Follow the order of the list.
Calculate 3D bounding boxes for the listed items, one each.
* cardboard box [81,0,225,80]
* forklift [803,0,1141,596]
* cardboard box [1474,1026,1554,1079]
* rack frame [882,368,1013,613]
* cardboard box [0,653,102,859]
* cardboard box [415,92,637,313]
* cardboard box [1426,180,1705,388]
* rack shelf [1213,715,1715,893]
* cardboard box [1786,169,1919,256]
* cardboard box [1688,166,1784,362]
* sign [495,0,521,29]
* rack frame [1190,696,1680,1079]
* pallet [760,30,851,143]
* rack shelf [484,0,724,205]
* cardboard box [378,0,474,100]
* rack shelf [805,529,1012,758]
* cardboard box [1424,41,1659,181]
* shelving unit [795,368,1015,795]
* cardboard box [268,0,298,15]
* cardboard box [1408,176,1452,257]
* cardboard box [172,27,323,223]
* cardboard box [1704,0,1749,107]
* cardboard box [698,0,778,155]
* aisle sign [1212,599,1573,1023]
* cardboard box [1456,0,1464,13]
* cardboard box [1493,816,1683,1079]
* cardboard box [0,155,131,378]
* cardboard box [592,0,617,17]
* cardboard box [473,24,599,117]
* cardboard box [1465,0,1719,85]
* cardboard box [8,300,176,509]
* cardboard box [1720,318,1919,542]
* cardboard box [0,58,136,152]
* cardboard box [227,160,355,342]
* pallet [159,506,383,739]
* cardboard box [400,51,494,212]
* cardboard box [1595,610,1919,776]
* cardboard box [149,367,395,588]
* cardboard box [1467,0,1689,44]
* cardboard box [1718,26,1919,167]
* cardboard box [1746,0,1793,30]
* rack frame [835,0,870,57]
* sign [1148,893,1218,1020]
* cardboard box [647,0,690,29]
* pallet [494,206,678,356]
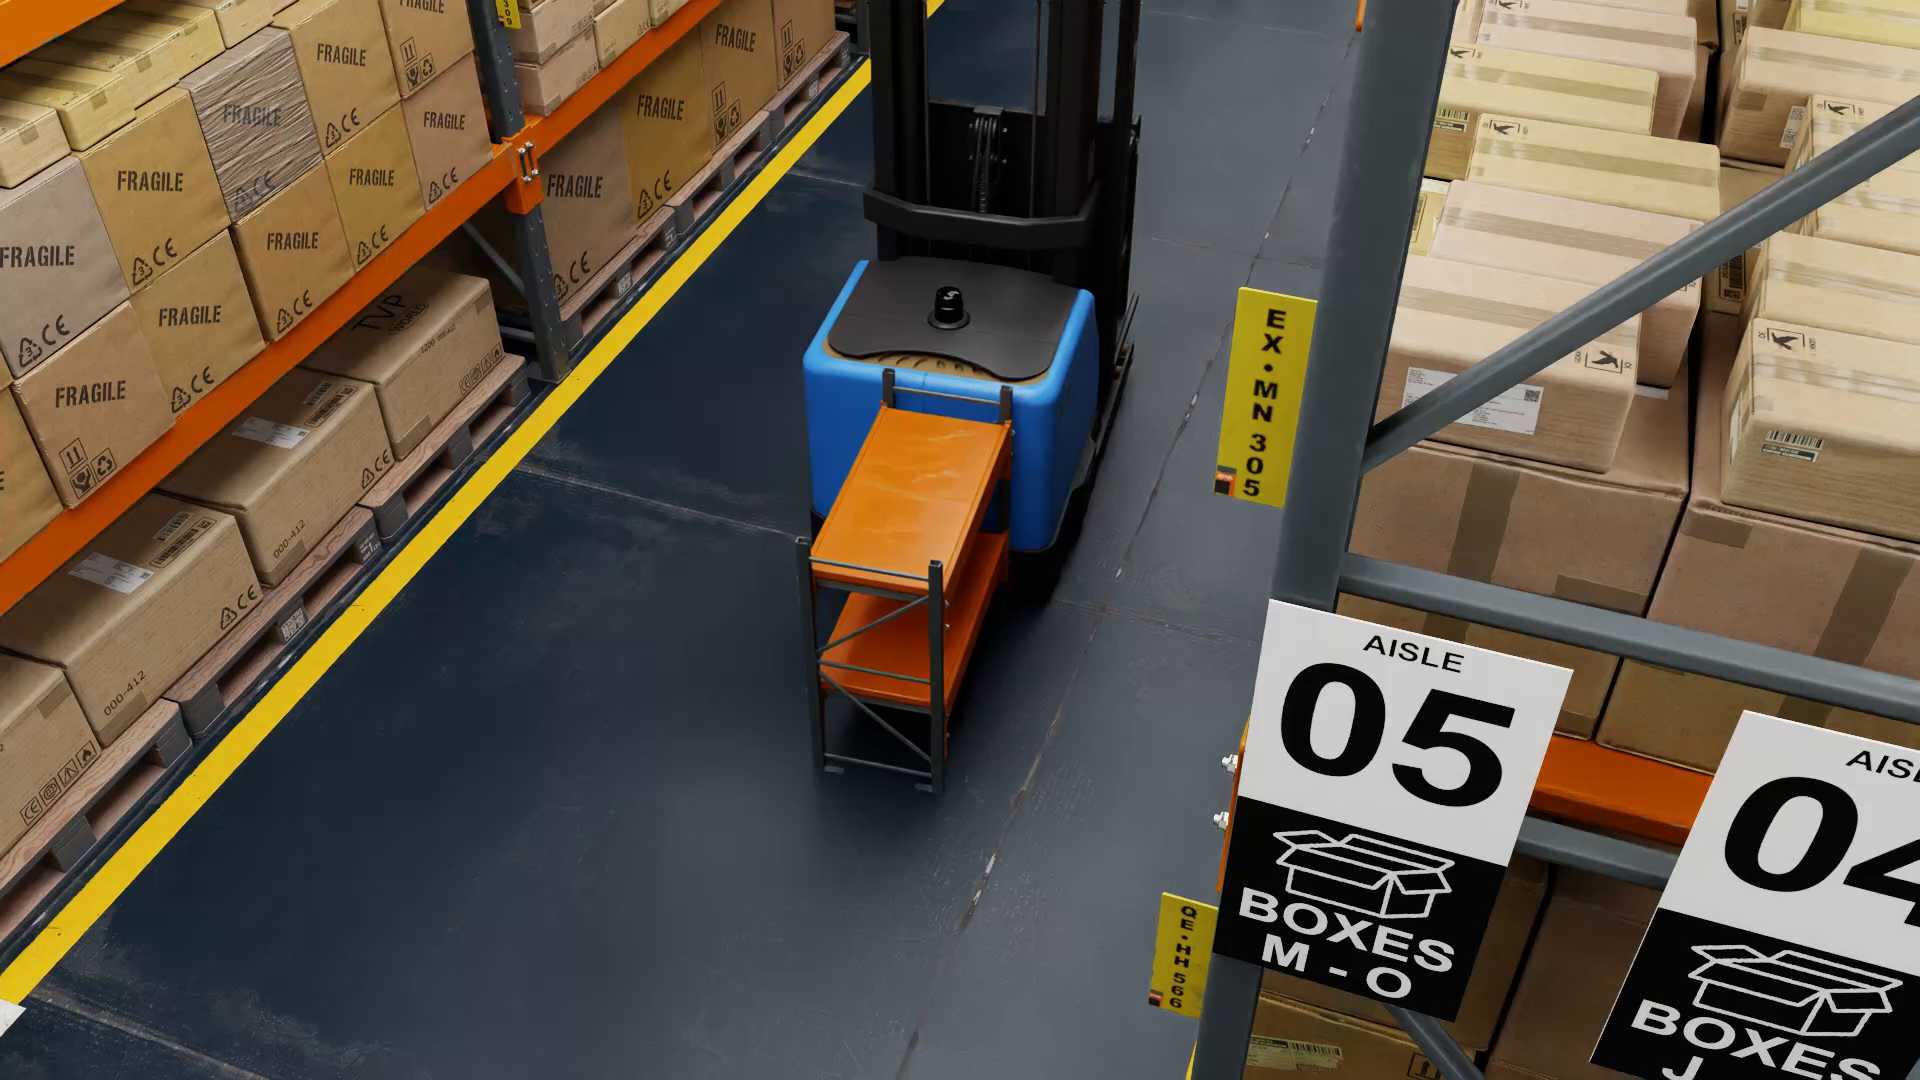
[{"bbox_3d":[-2.713,-1.683,5.564,0.380,0.149,0.250,12,42,14],"label":"cardboard box"},{"bbox_3d":[0.233,-1.849,7.159,1.130,2.935,3.031,9,41,11],"label":"forklift"},{"bbox_3d":[1.321,1.071,3.377,0.500,0.500,0.500,15,43,17],"label":"cardboard box"},{"bbox_3d":[-0.049,-0.173,6.587,0.500,1.125,0.032,9,41,11],"label":"rack frame"},{"bbox_3d":[-3.646,0.788,5.666,0.875,0.438,0.875,12,42,14],"label":"cardboard box"},{"bbox_3d":[-2.273,-1.789,8.350,0.875,0.875,0.875,15,43,16],"label":"cardboard box"},{"bbox_3d":[0.902,-0.392,2.511,0.380,0.149,0.250,14,42,16],"label":"cardboard box"},{"bbox_3d":[1.592,-0.652,3.947,1.077,0.370,4.000,13,42,15],"label":"rack shelf"},{"bbox_3d":[1.498,-0.439,2.566,0.380,0.149,0.250,13,42,15],"label":"cardboard box"},{"bbox_3d":[1.480,-0.368,2.790,0.500,0.250,0.500,13,42,15],"label":"cardboard box"},{"bbox_3d":[-1.888,-2.279,6.882,0.100,0.325,0.005,13,42,15],"label":"sign"},{"bbox_3d":[0.908,1.435,3.257,1.000,3.000,0.127,13,42,15],"label":"rack frame"},{"bbox_3d":[-1.383,-2.957,10.553,1.003,0.211,1.213,13,42,15],"label":"pallet"},{"bbox_3d":[-1.726,-2.988,8.995,1.077,0.370,4.000,13,42,15],"label":"rack shelf"},{"bbox_3d":[-2.312,-2.111,6.566,0.500,0.500,0.500,13,42,15],"label":"cardboard box"},{"bbox_3d":[-0.175,0.332,6.371,0.538,0.278,1.000,9,41,11],"label":"rack shelf"},{"bbox_3d":[0.998,-0.730,2.906,0.380,0.149,0.250,14,42,16],"label":"cardboard box"},{"bbox_3d":[-0.175,0.146,6.212,0.538,1.125,1.048,9,41,11],"label":"shelving unit"},{"bbox_3d":[-2.573,-2.004,5.940,0.380,0.149,0.250,13,42,15],"label":"cardboard box"},{"bbox_3d":[1.000,-0.489,2.931,0.500,0.250,0.500,12,42,14],"label":"cardboard box"},{"bbox_3d":[-2.658,-1.491,5.839,0.500,0.500,0.500,14,42,16],"label":"cardboard box"},{"bbox_3d":[1.836,-0.982,3.510,0.500,0.250,0.500,12,42,13],"label":"cardboard box"},{"bbox_3d":[-1.666,-2.887,9.636,0.875,0.875,0.875,14,42,16],"label":"cardboard box"},{"bbox_3d":[0.601,0.424,2.439,0.394,0.787,0.004,13,42,15],"label":"aisle sign"},{"bbox_3d":[1.510,-1.244,4.202,0.500,0.250,0.500,15,43,17],"label":"cardboard box"},{"bbox_3d":[1.311,0.688,3.056,0.500,0.500,0.500,13,42,15],"label":"cardboard box"},{"bbox_3d":[-3.007,-0.883,5.126,0.500,0.500,0.500,13,42,15],"label":"cardboard box"},{"bbox_3d":[-1.843,-2.705,7.840,0.500,0.250,0.500,14,42,16],"label":"cardboard box"},{"bbox_3d":[-2.012,-2.195,7.627,0.500,0.250,0.500,12,42,14],"label":"cardboard box"},{"bbox_3d":[1.361,-1.106,3.655,0.500,0.250,0.500,12,42,13],"label":"cardboard box"},{"bbox_3d":[-3.006,-0.490,5.436,0.500,0.500,0.500,13,42,15],"label":"cardboard box"},{"bbox_3d":[1.233,-0.138,2.213,0.380,0.149,0.250,13,42,15],"label":"cardboard box"},{"bbox_3d":[-2.827,-1.359,5.185,0.380,0.149,0.250,12,42,14],"label":"cardboard box"},{"bbox_3d":[-2.658,-1.115,6.169,0.500,0.500,0.500,13,42,14],"label":"cardboard box"},{"bbox_3d":[-3.159,0.212,6.839,1.003,0.211,1.213,13,42,15],"label":"pallet"},{"bbox_3d":[-2.329,-1.740,6.902,0.500,0.500,0.500,14,42,15],"label":"cardboard box"},{"bbox_3d":[1.302,0.134,2.587,0.500,0.250,0.500,15,43,17],"label":"cardboard box"},{"bbox_3d":[-3.031,-0.322,6.966,0.875,0.438,0.875,12,42,14],"label":"cardboard box"},{"bbox_3d":[1.213,-1.033,3.262,0.380,0.149,0.250,14,42,16],"label":"cardboard box"},{"bbox_3d":[1.571,-0.768,2.951,0.380,0.149,0.250,14,43,16],"label":"cardboard box"},{"bbox_3d":[1.792,-1.079,3.316,0.380,0.149,0.250,15,43,17],"label":"cardboard box"},{"bbox_3d":[-1.042,-4.482,10.192,1.000,3.000,0.127,13,42,15],"label":"rack frame"},{"bbox_3d":[0.393,0.739,2.937,0.100,0.325,0.005,13,42,15],"label":"sign"},{"bbox_3d":[-1.646,-2.820,8.359,0.500,0.250,0.500,13,42,15],"label":"cardboard box"},{"bbox_3d":[-2.217,-1.468,8.808,1.003,0.211,1.213,13,42,15],"label":"pallet"}]
